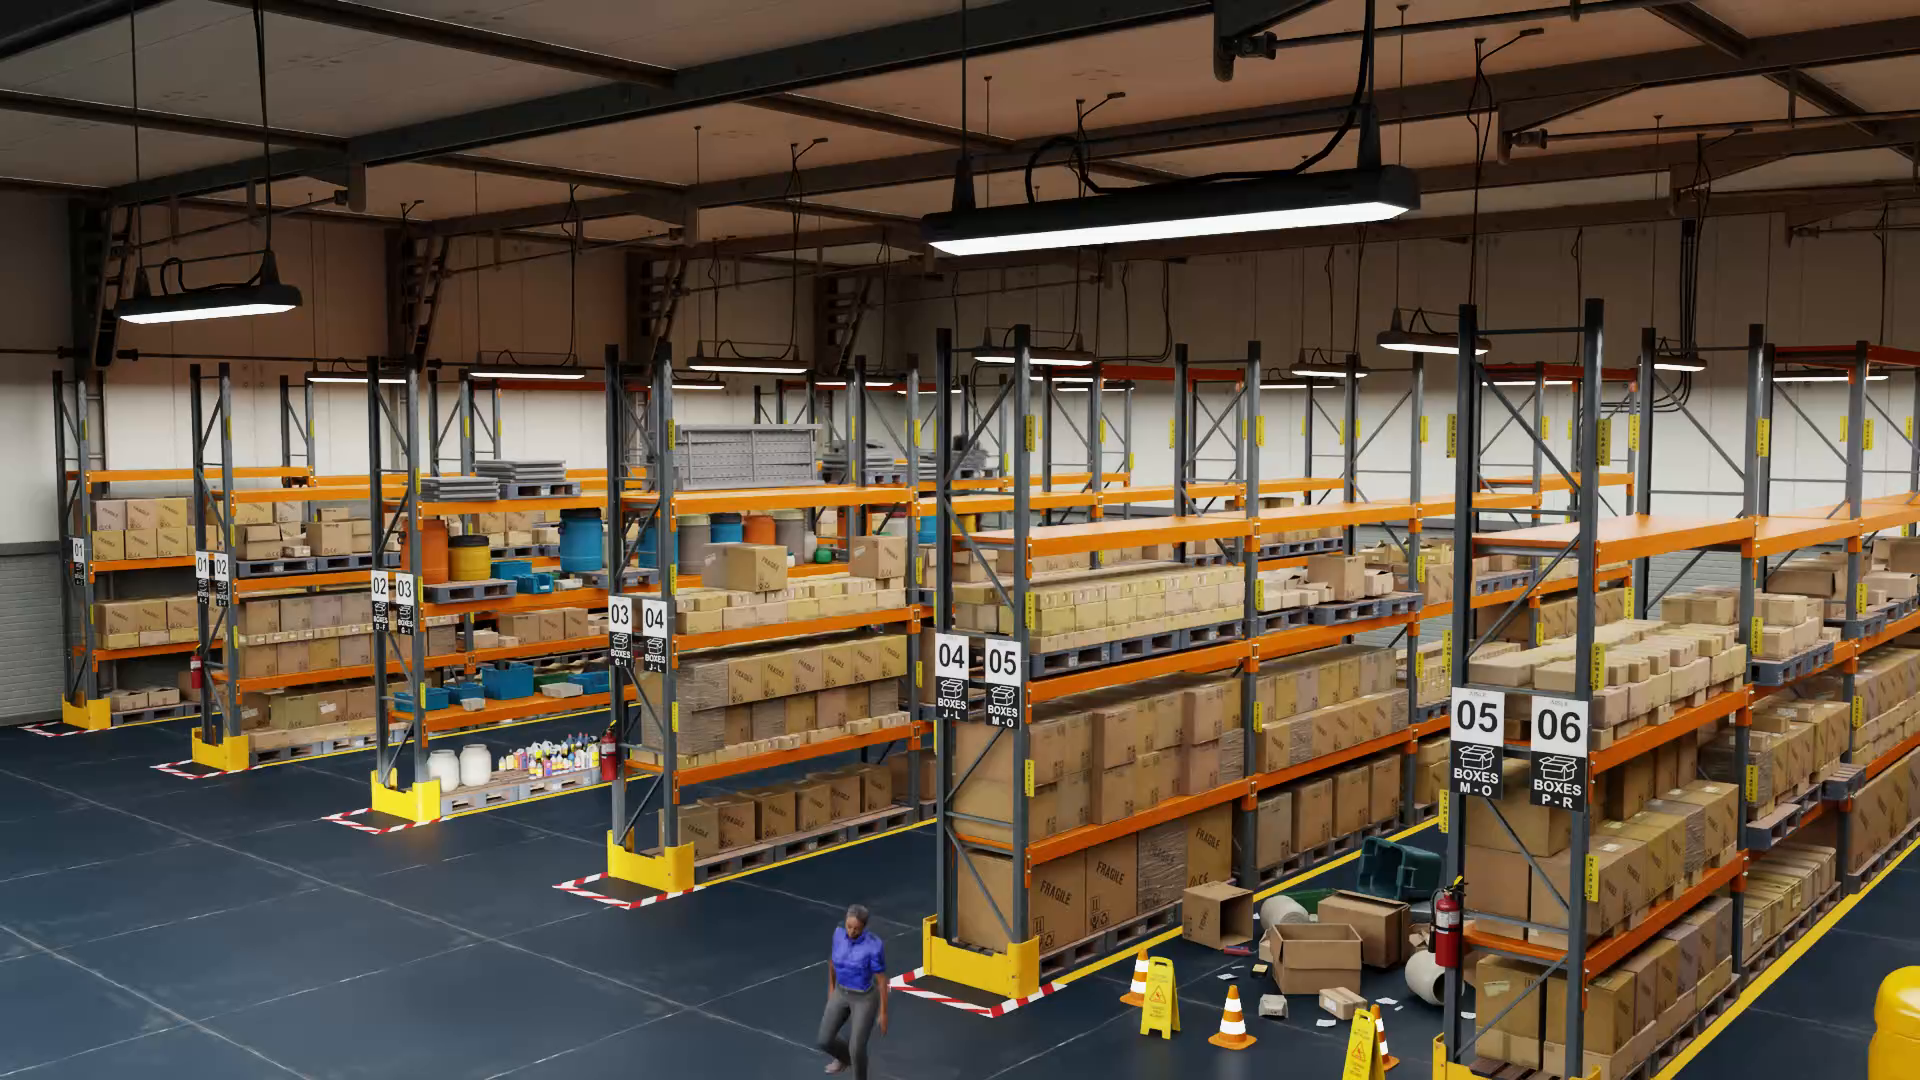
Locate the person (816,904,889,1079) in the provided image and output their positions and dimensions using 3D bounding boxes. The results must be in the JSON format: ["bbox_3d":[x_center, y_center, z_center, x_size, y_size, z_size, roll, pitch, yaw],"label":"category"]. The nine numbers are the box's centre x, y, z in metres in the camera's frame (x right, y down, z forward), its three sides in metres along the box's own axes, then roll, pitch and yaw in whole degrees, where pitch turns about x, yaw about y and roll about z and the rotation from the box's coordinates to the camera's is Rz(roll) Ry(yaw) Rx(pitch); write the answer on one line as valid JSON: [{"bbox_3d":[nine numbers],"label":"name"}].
[{"bbox_3d":[-0.787,3.464,12.605,0.732,1.573,0.616,2,5,25],"label":"person"}]

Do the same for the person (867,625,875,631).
[{"bbox_3d":[-1.688,2.109,30.652,0.683,1.704,0.916,1,4,16],"label":"person"}]
